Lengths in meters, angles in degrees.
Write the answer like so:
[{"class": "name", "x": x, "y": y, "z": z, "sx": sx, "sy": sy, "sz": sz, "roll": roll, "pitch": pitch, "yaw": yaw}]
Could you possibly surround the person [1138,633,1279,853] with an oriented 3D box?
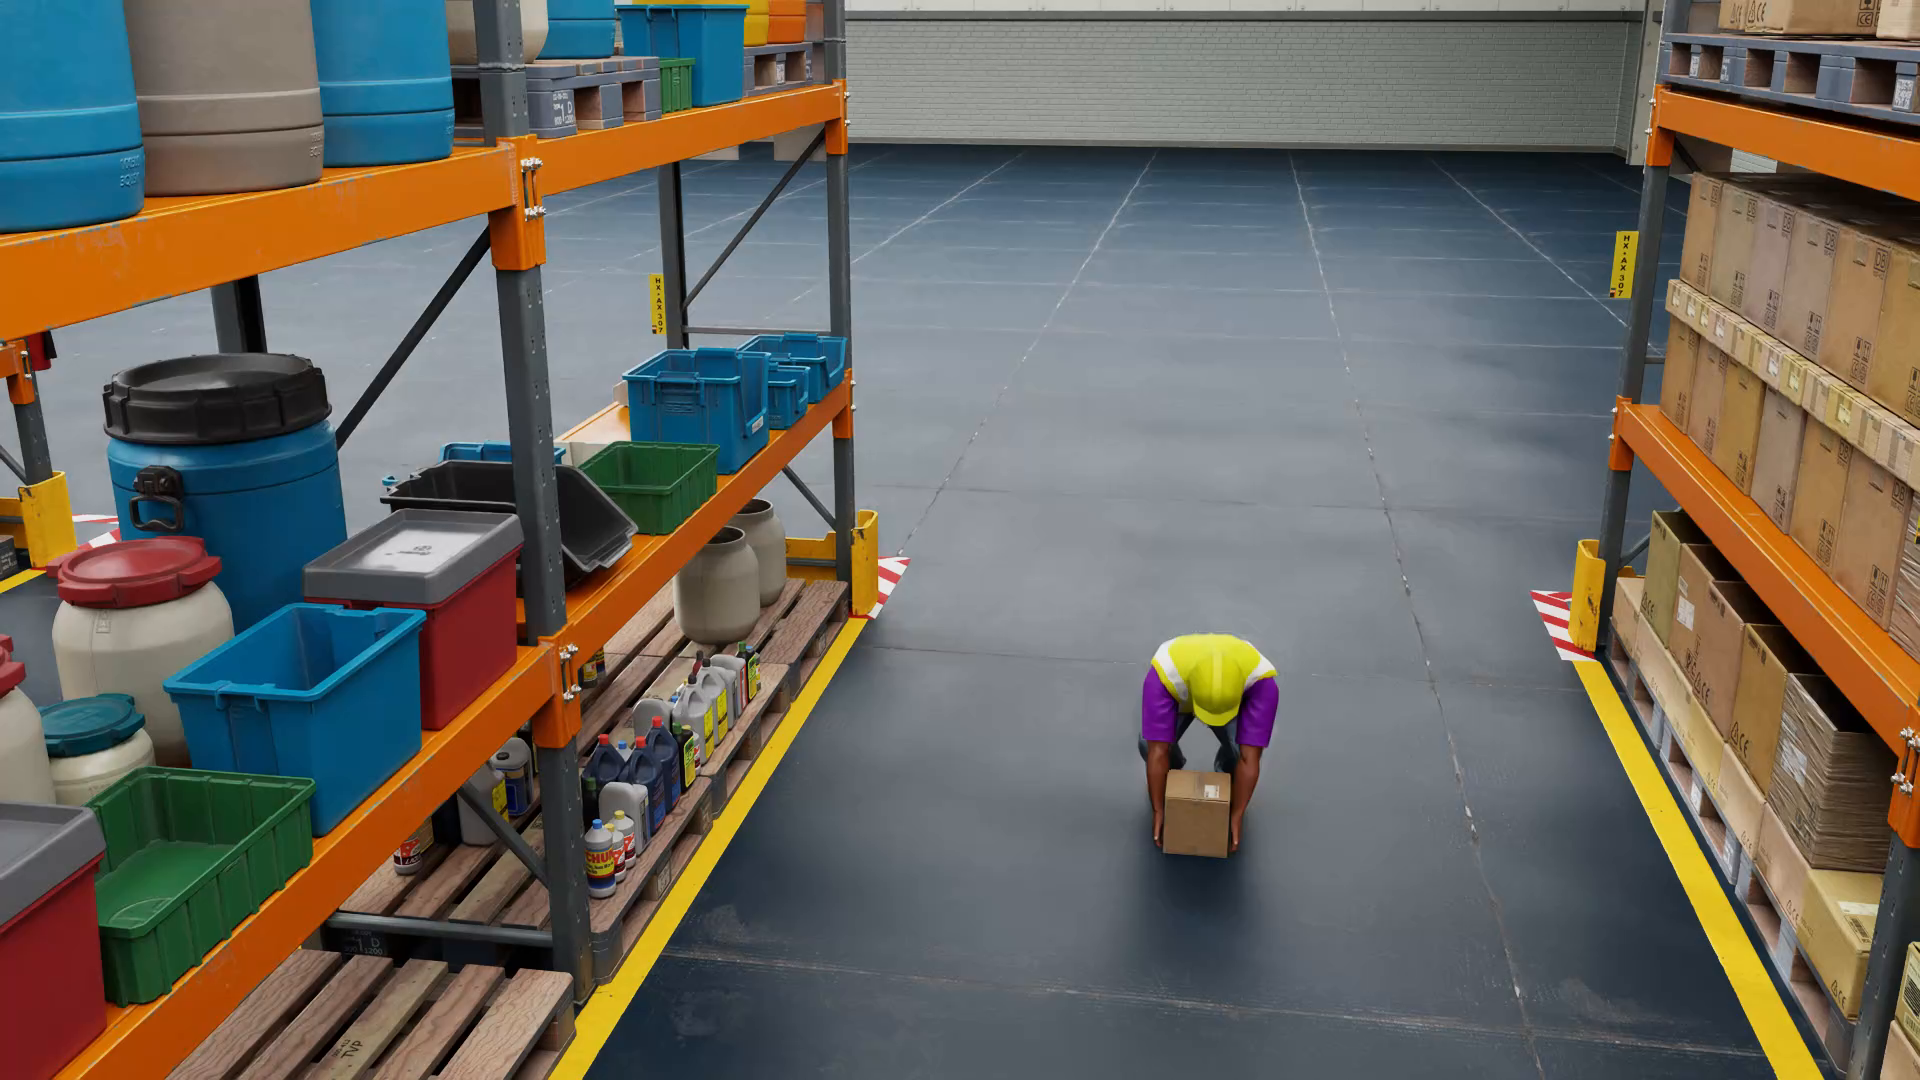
[{"class": "person", "x": 1.017, "y": 0.747, "z": 6.833, "sx": 0.553, "sy": 0.888, "sz": 0.916, "roll": 3, "pitch": 18, "yaw": 9}]
